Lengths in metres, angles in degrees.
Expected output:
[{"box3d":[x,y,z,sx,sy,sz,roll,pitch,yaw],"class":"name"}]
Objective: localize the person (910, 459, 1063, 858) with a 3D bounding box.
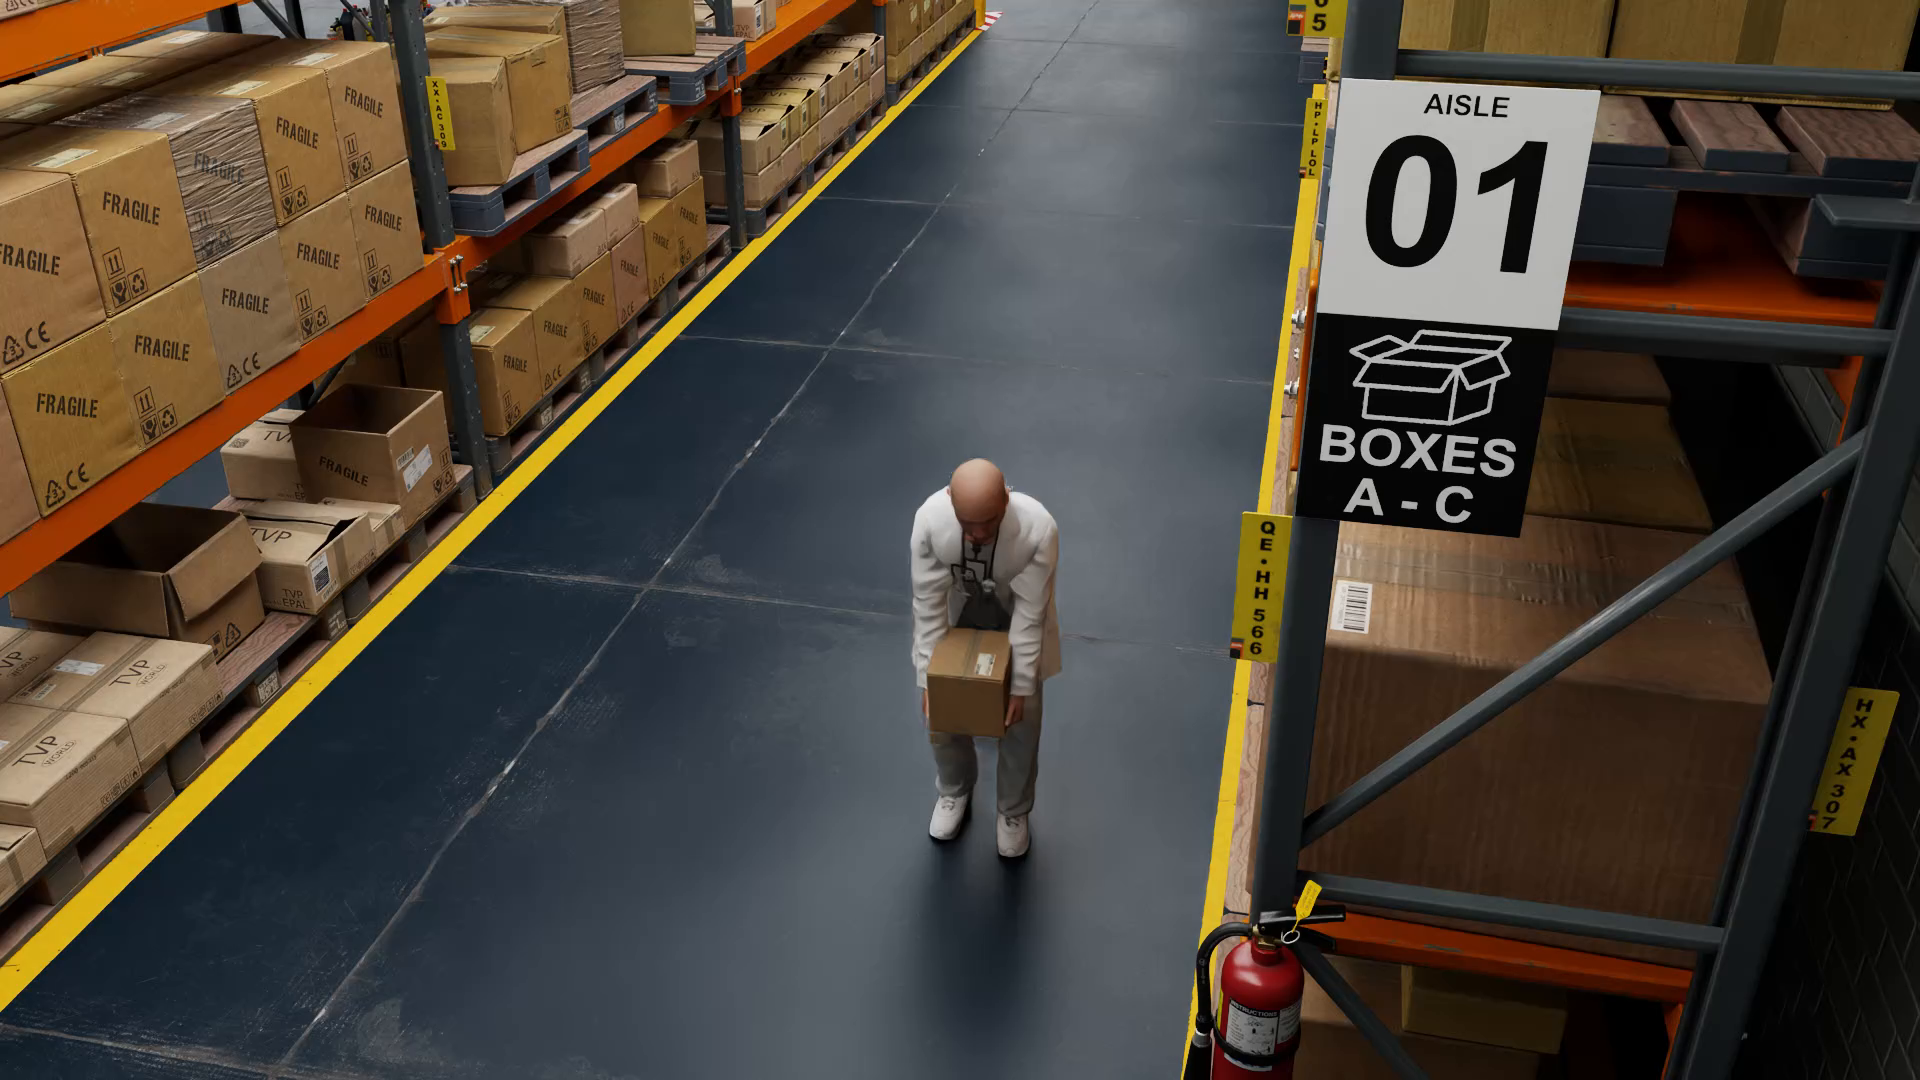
[{"box3d":[0.072,0.428,5.658,0.536,1.490,0.697,5,29,9],"class":"person"}]
